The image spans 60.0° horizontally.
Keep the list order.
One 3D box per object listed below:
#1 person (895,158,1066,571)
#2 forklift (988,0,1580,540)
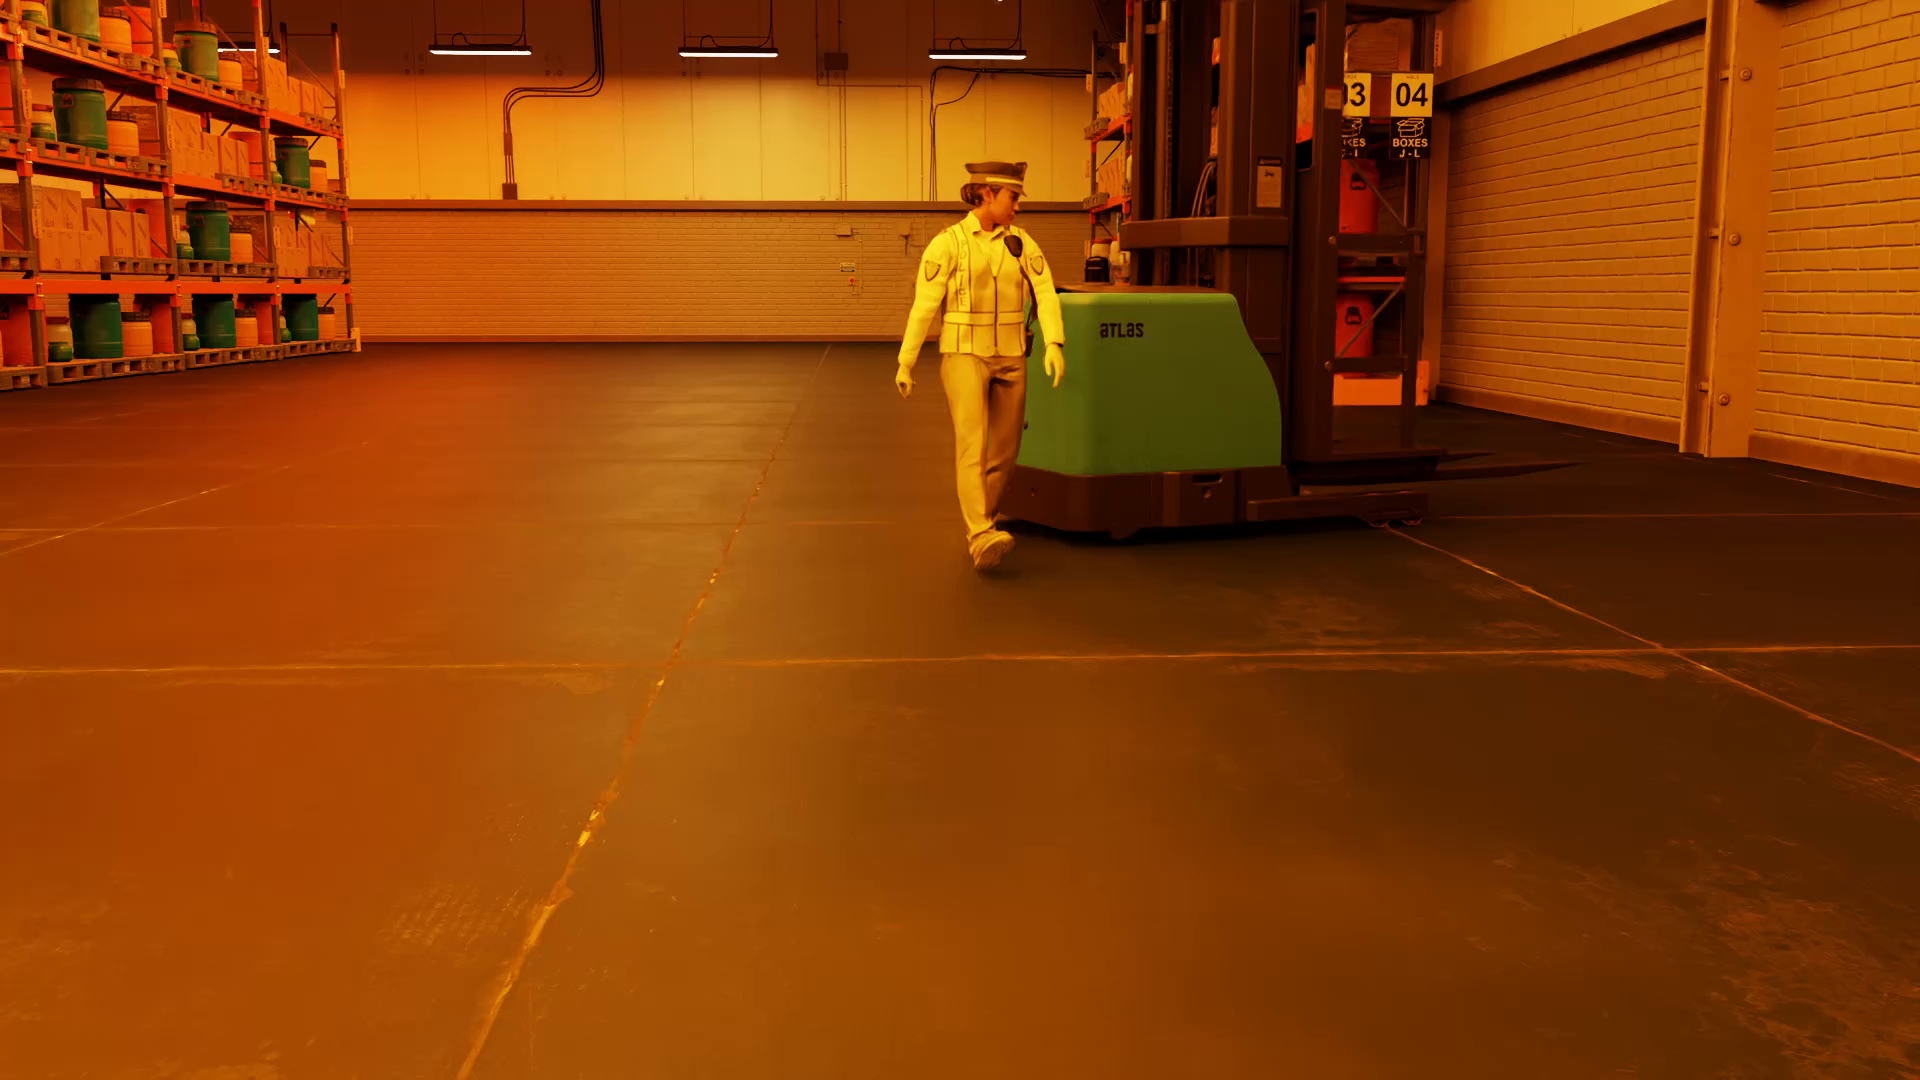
[{"bbox_3d":[0.093,-0.703,6.615,0.605,1.604,0.892,-4,9,-23],"label":"person"},{"bbox_3d":[1.629,-1.570,7.904,3.031,2.935,1.130,-4,9,-25],"label":"forklift"}]
